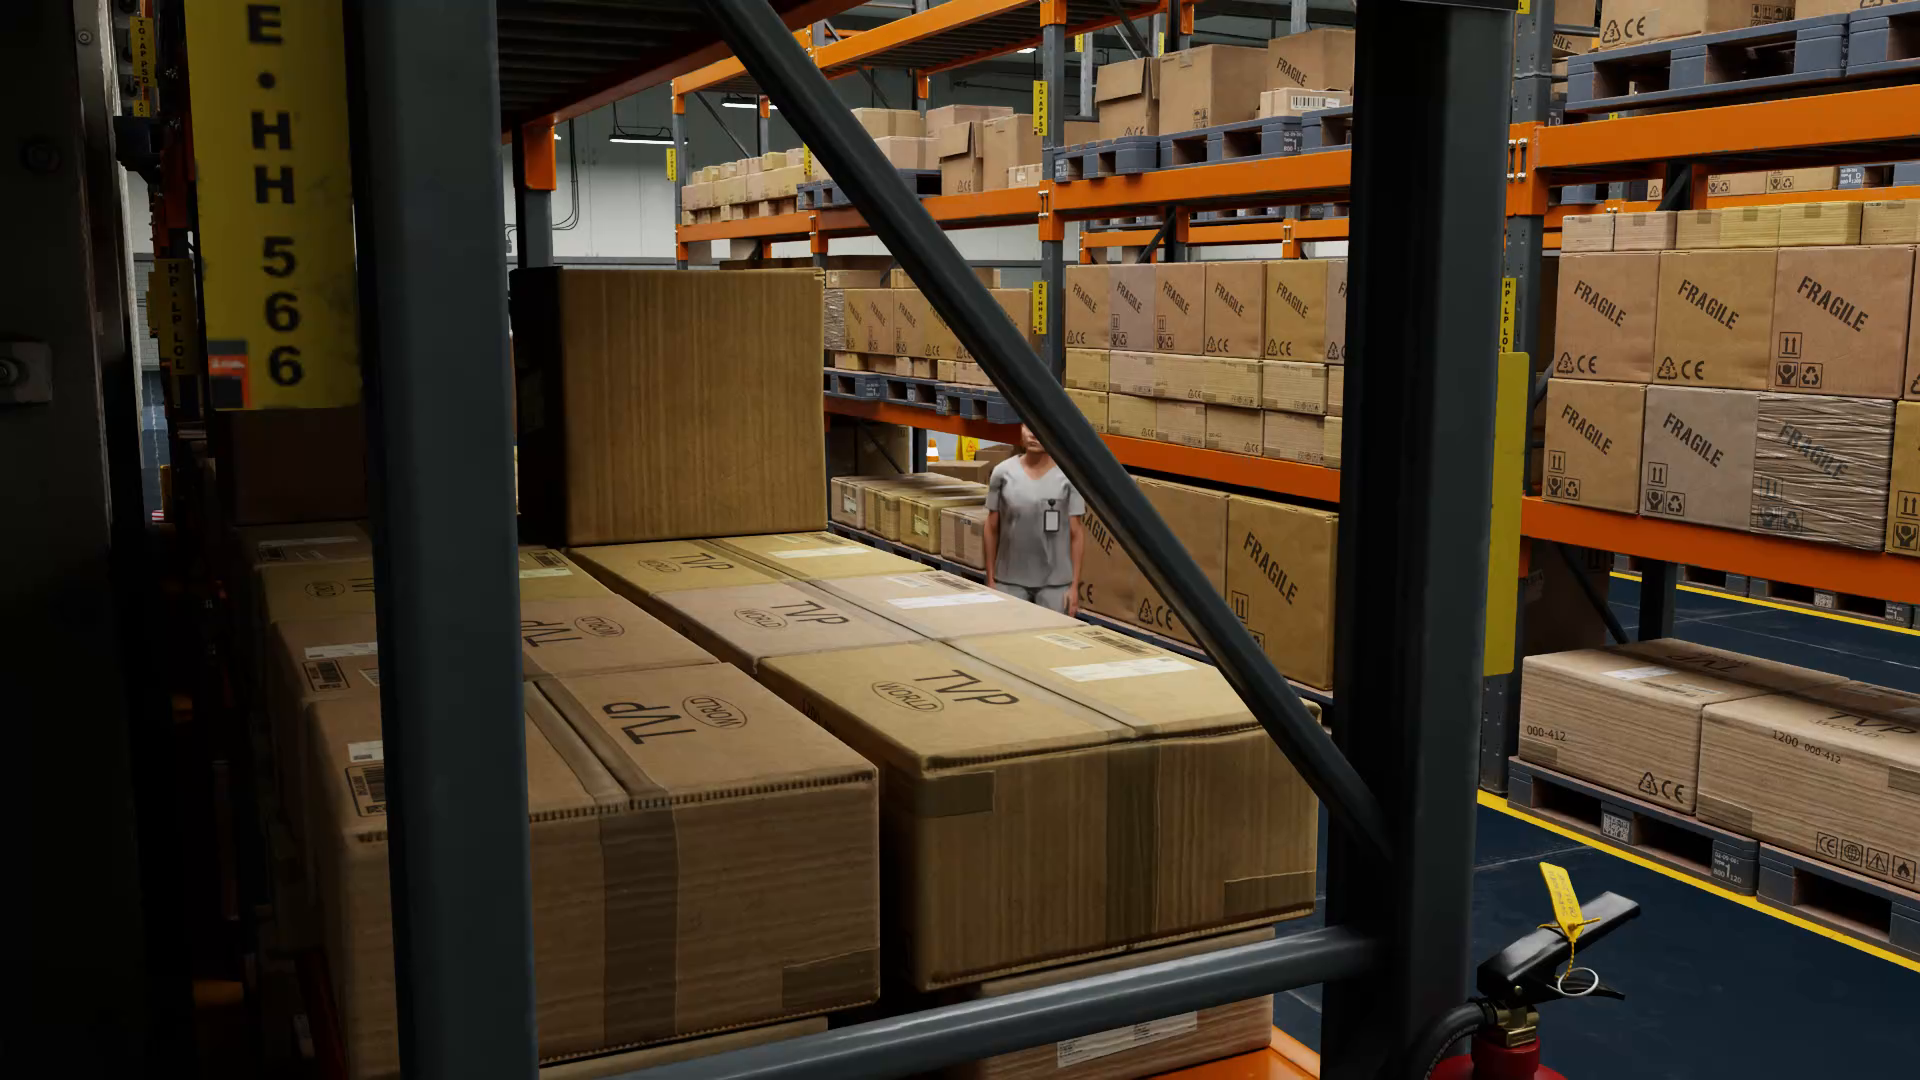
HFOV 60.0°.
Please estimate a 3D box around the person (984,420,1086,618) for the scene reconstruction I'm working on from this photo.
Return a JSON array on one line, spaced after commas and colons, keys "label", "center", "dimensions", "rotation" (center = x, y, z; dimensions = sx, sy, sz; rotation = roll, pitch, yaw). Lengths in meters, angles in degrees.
[{"label": "person", "center": [0.332, 0.198, 7.410], "dimensions": [0.452, 1.653, 0.521], "rotation": [1, 9, 6]}]
